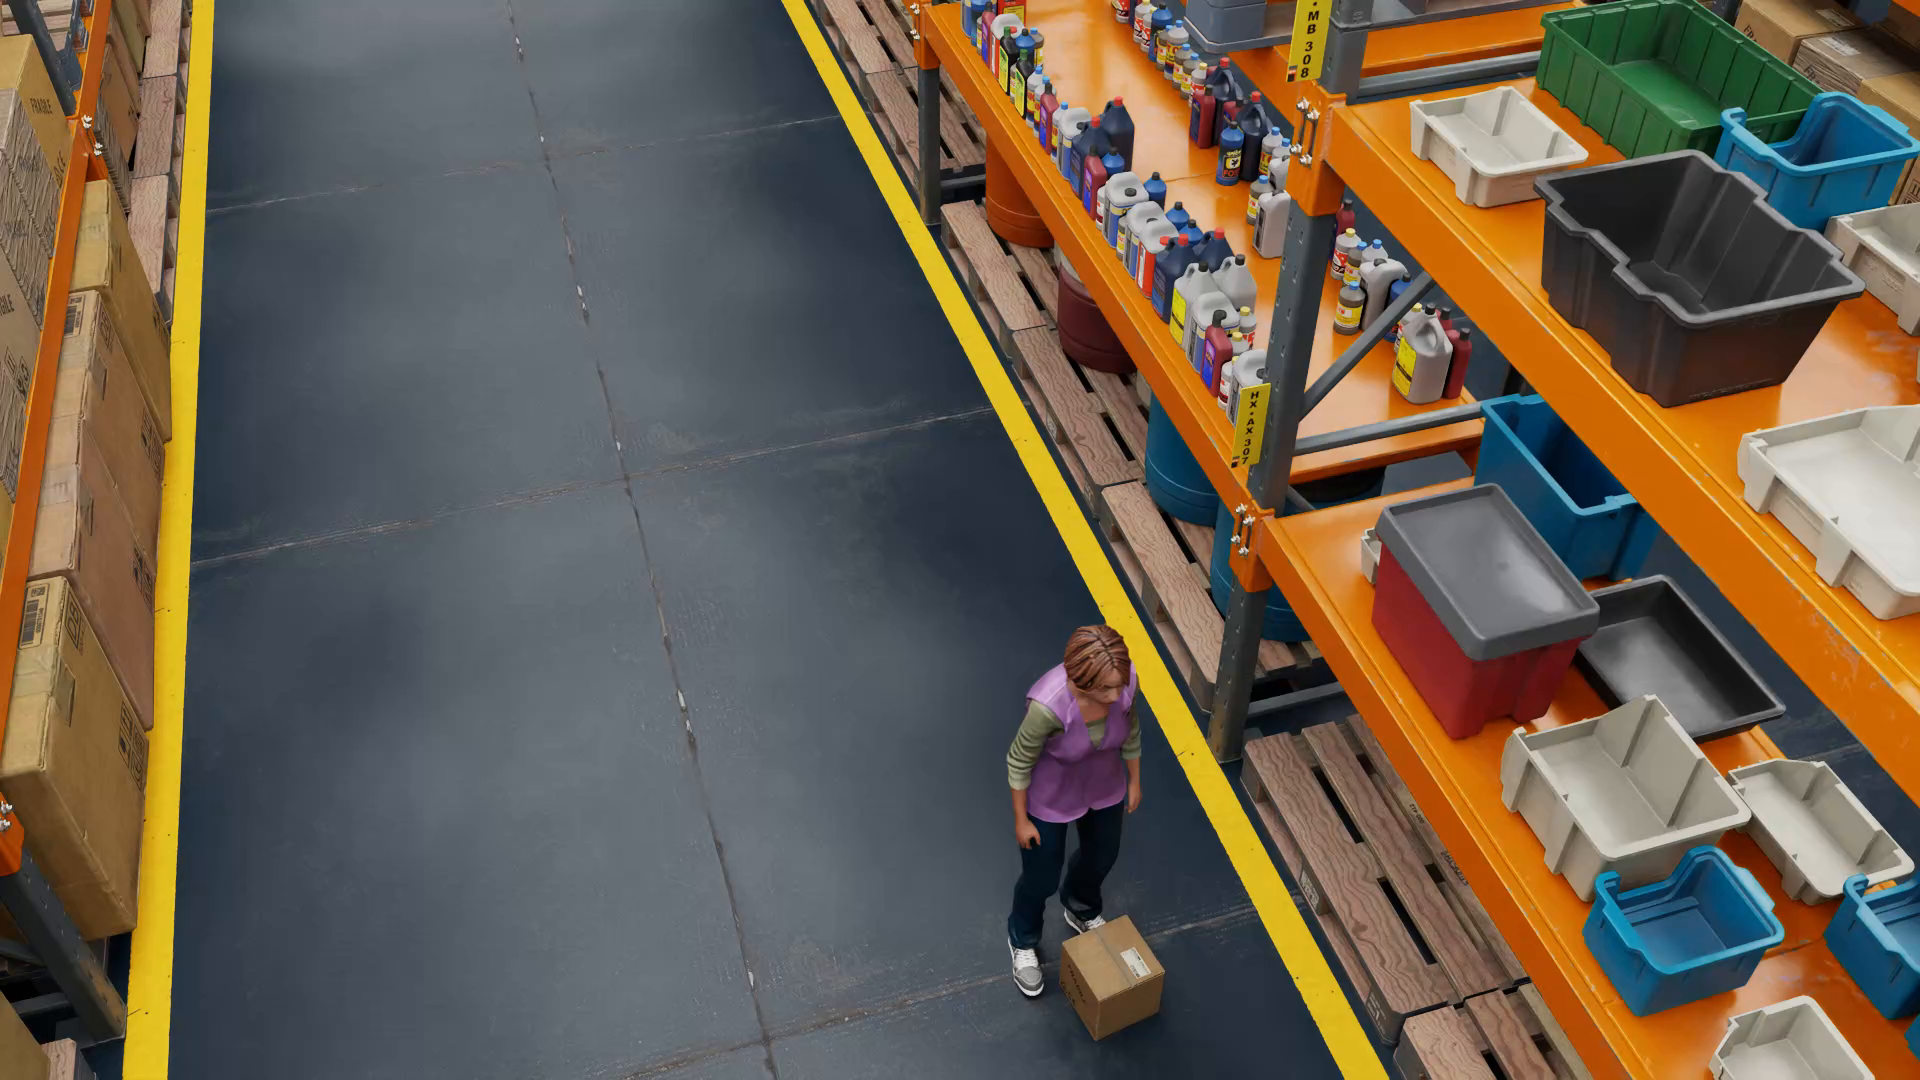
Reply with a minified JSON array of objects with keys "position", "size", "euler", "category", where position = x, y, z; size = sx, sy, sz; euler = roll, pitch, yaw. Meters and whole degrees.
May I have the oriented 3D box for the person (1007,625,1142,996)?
[{"position":[0.364,0.819,5.286],"size":[0.463,1.593,0.343],"euler":[-17,46,-18],"category":"person"}]
